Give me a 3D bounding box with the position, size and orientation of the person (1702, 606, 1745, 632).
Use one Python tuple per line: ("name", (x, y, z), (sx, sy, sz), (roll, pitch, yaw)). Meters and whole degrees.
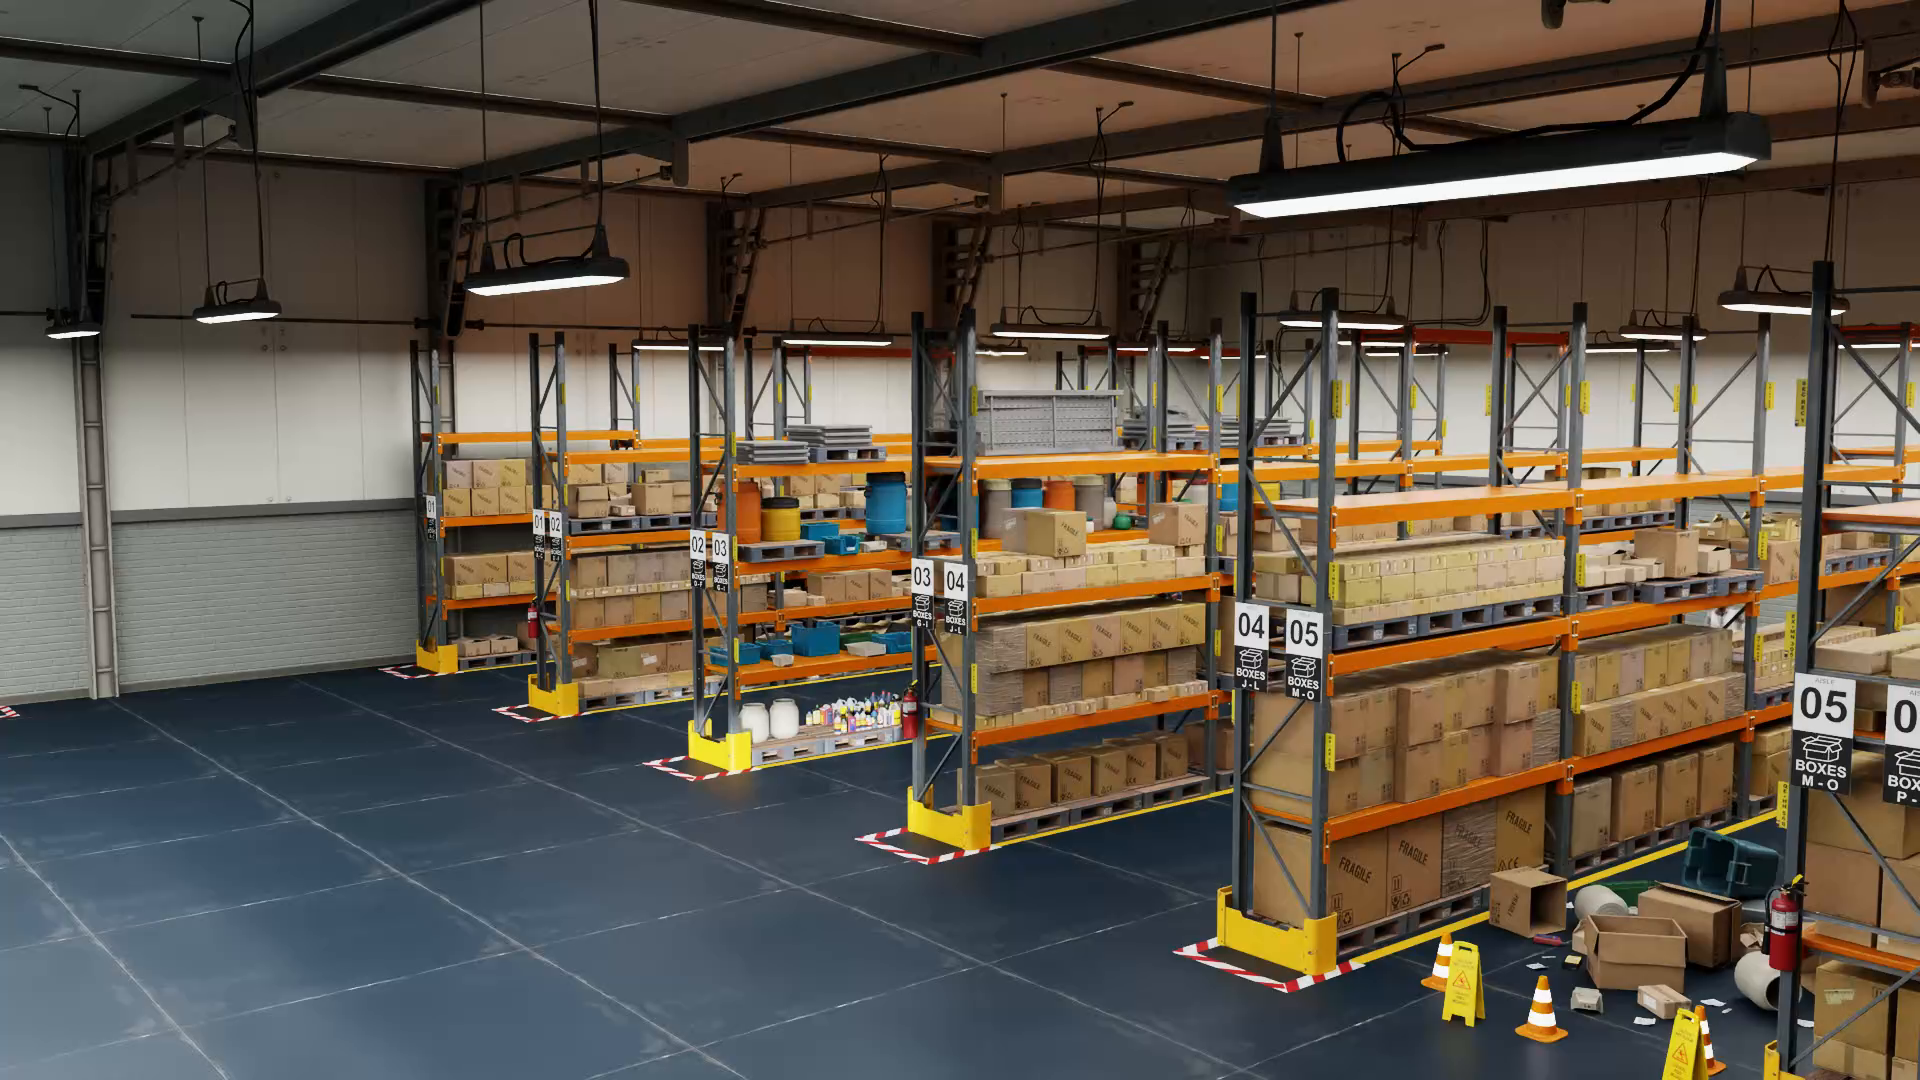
("person", (12.584, 1.747, 27.446), (0.680, 1.771, 0.952), (4, 7, 38))
